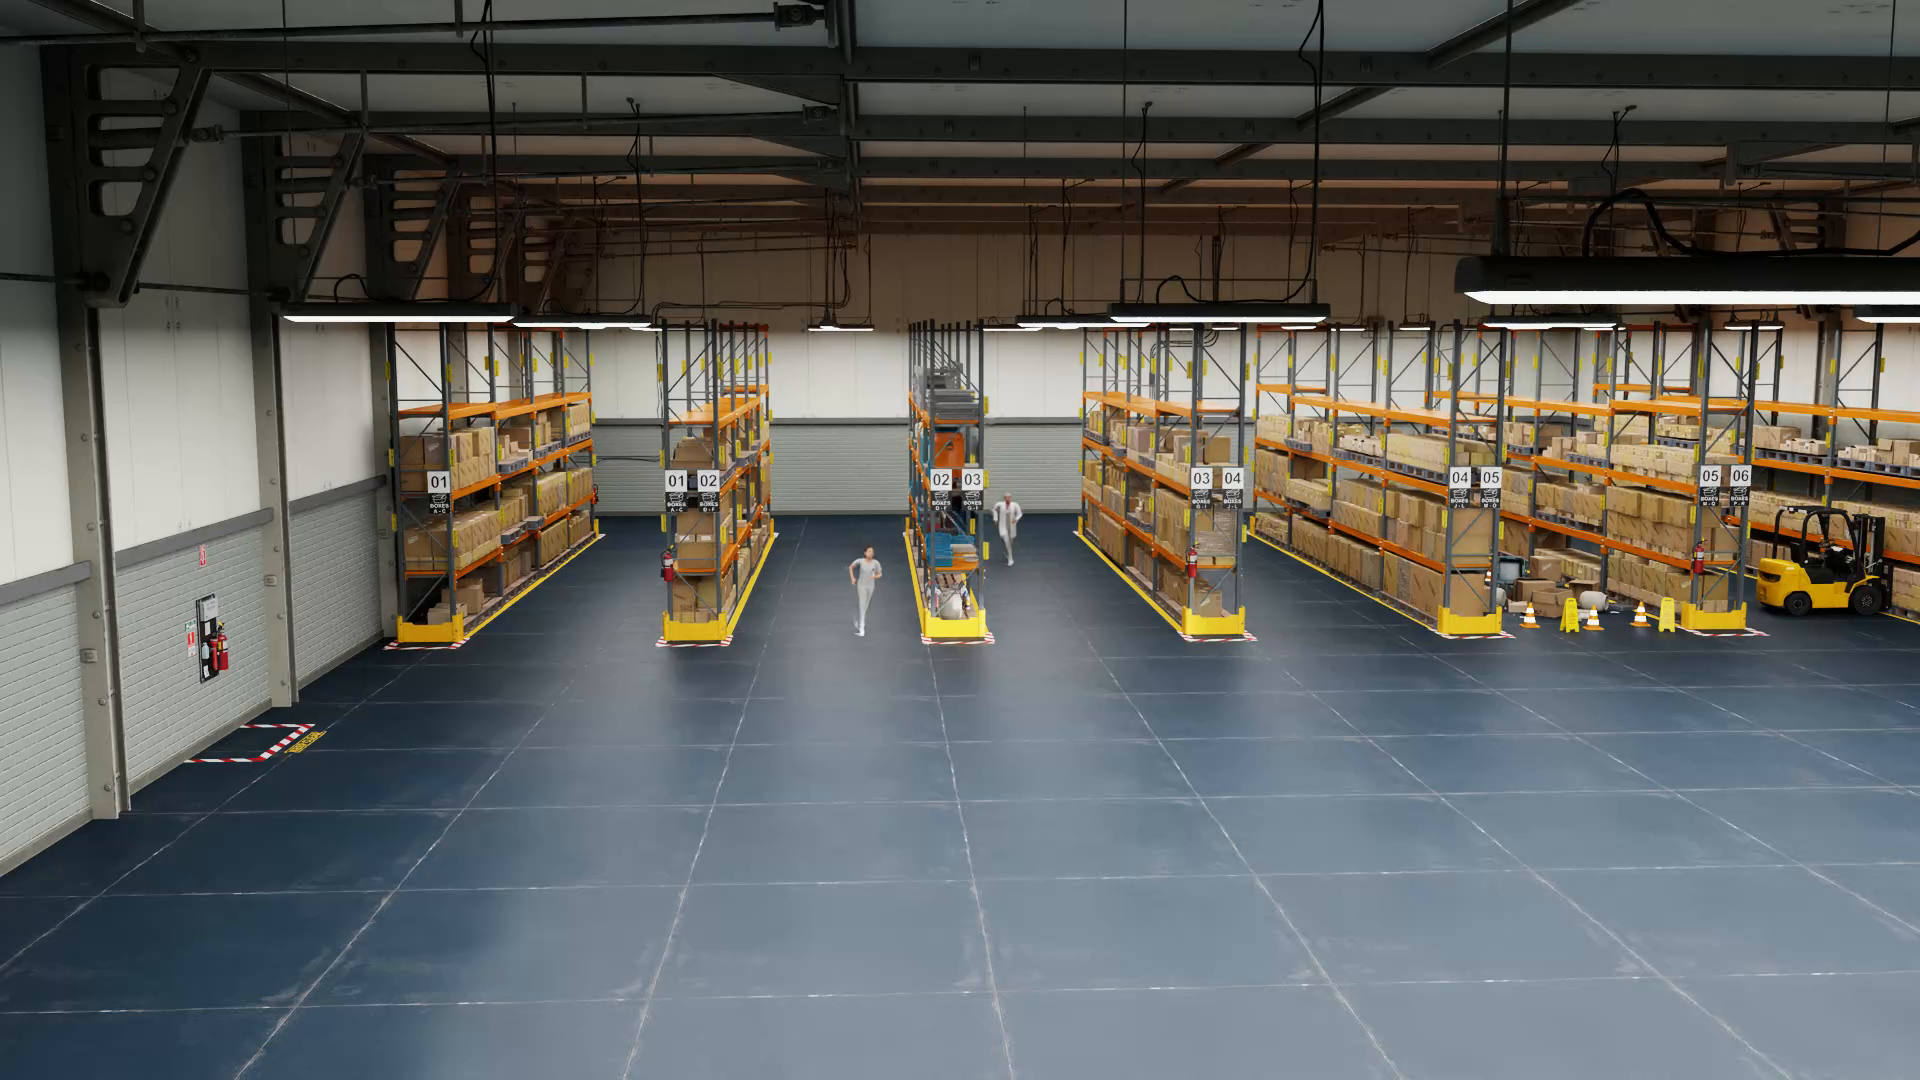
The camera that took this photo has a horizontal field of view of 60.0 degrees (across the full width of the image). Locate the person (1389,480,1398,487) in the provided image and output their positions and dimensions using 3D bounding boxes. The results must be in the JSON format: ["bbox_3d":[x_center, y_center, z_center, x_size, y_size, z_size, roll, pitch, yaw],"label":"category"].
[{"bbox_3d":[12.637,-1.204,49.253,0.955,1.667,0.577,-2,7,-14],"label":"person"}]

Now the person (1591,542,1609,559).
[{"bbox_3d":[15.893,-0.155,41.227,0.504,1.623,0.711,-1,7,-5],"label":"person"}]

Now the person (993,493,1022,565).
[{"bbox_3d":[1.195,-0.307,41.747,0.729,1.776,1.083,-1,7,-5],"label":"person"}]

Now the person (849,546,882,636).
[{"bbox_3d":[-1.806,0.948,32.064,0.583,1.694,0.867,-3,8,-22],"label":"person"}]

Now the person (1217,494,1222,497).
[{"bbox_3d":[7.185,-1.029,47.532,0.702,1.765,0.759,3,8,26],"label":"person"}]
